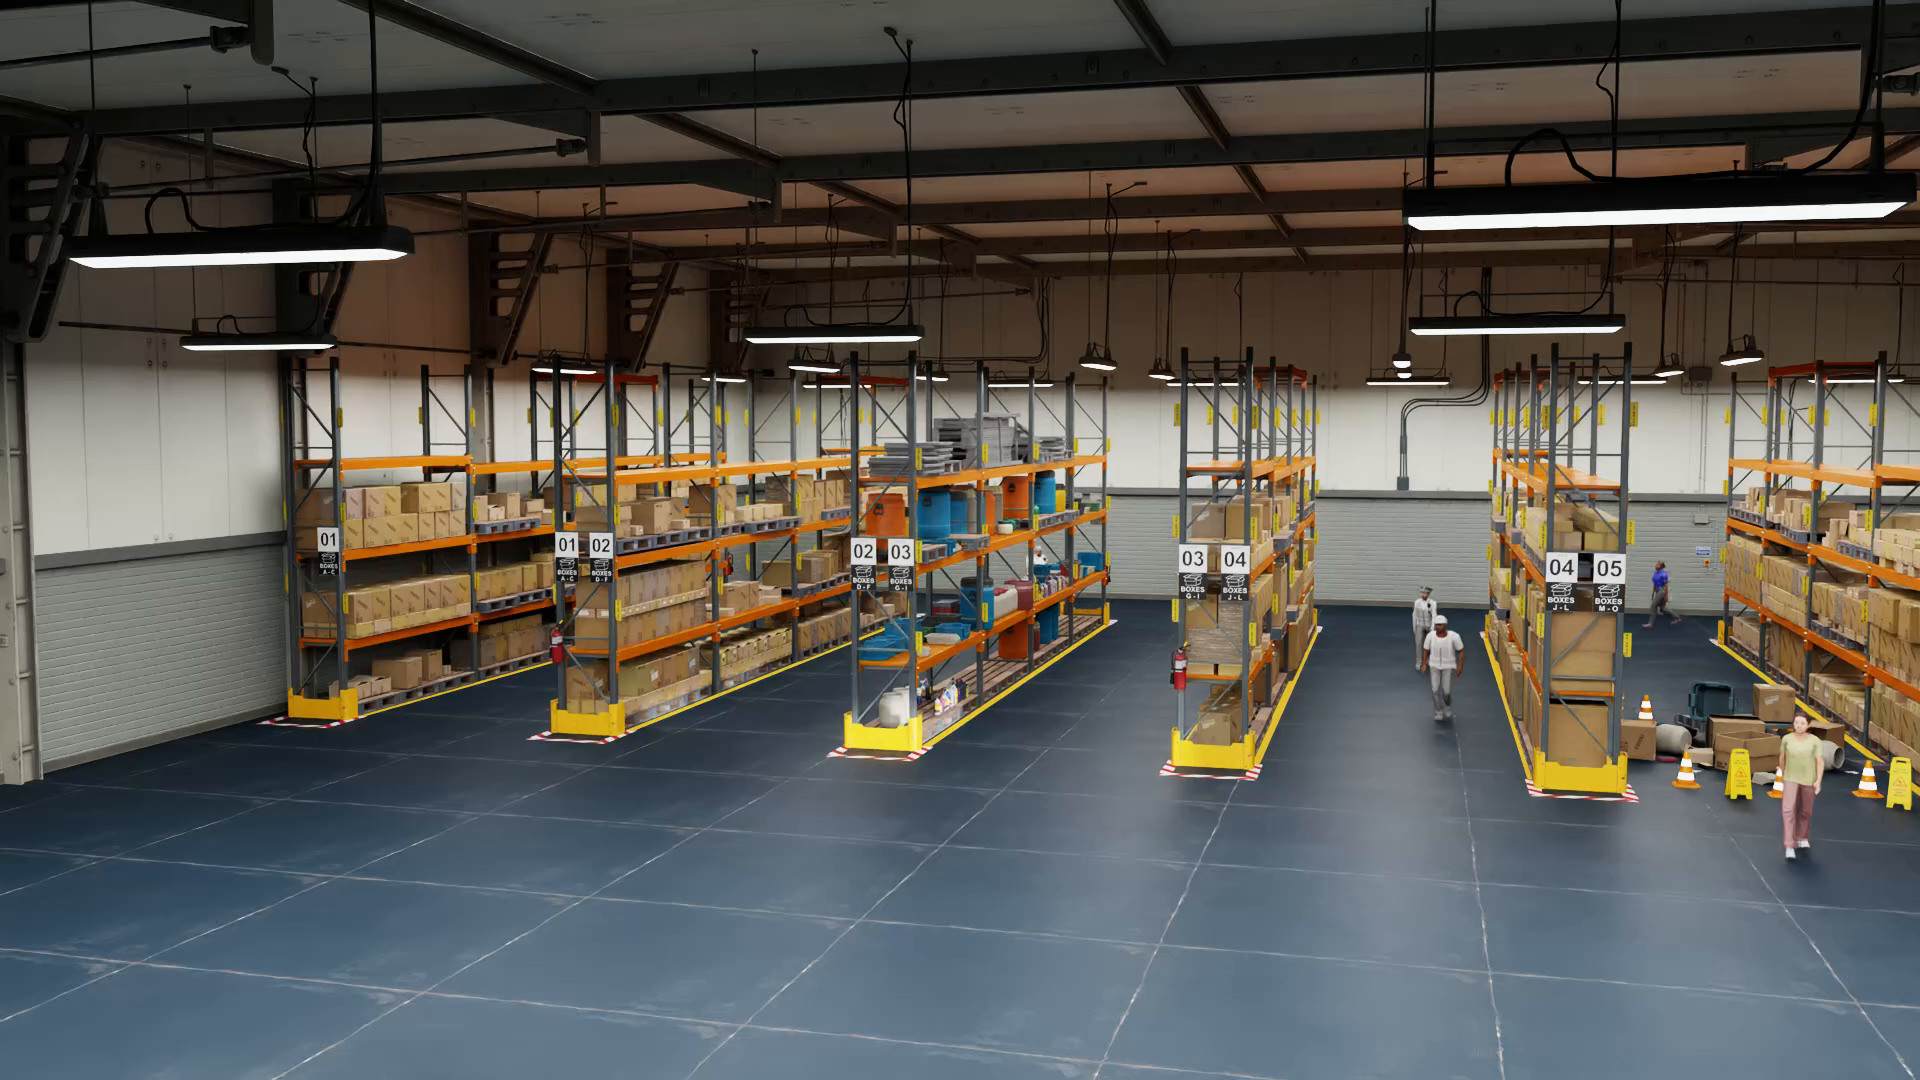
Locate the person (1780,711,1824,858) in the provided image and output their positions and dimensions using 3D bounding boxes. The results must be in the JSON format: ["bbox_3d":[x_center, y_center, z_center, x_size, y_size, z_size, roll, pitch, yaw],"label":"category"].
[{"bbox_3d":[9.609,2.774,18.997,0.460,1.616,0.977,2,5,27],"label":"person"}]

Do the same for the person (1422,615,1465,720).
[{"bbox_3d":[8.021,2.111,27.575,0.673,1.747,0.523,2,5,30],"label":"person"}]

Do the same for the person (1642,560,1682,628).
[{"bbox_3d":[16.713,1.278,39.558,0.923,1.614,0.442,1,4,9],"label":"person"}]

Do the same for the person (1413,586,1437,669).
[{"bbox_3d":[9.306,1.717,33.284,0.476,1.614,1.011,1,4,16],"label":"person"}]

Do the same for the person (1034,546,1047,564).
[{"bbox_3d":[2.048,0.961,43.646,0.491,1.641,0.685,-3,5,-37],"label":"person"}]
